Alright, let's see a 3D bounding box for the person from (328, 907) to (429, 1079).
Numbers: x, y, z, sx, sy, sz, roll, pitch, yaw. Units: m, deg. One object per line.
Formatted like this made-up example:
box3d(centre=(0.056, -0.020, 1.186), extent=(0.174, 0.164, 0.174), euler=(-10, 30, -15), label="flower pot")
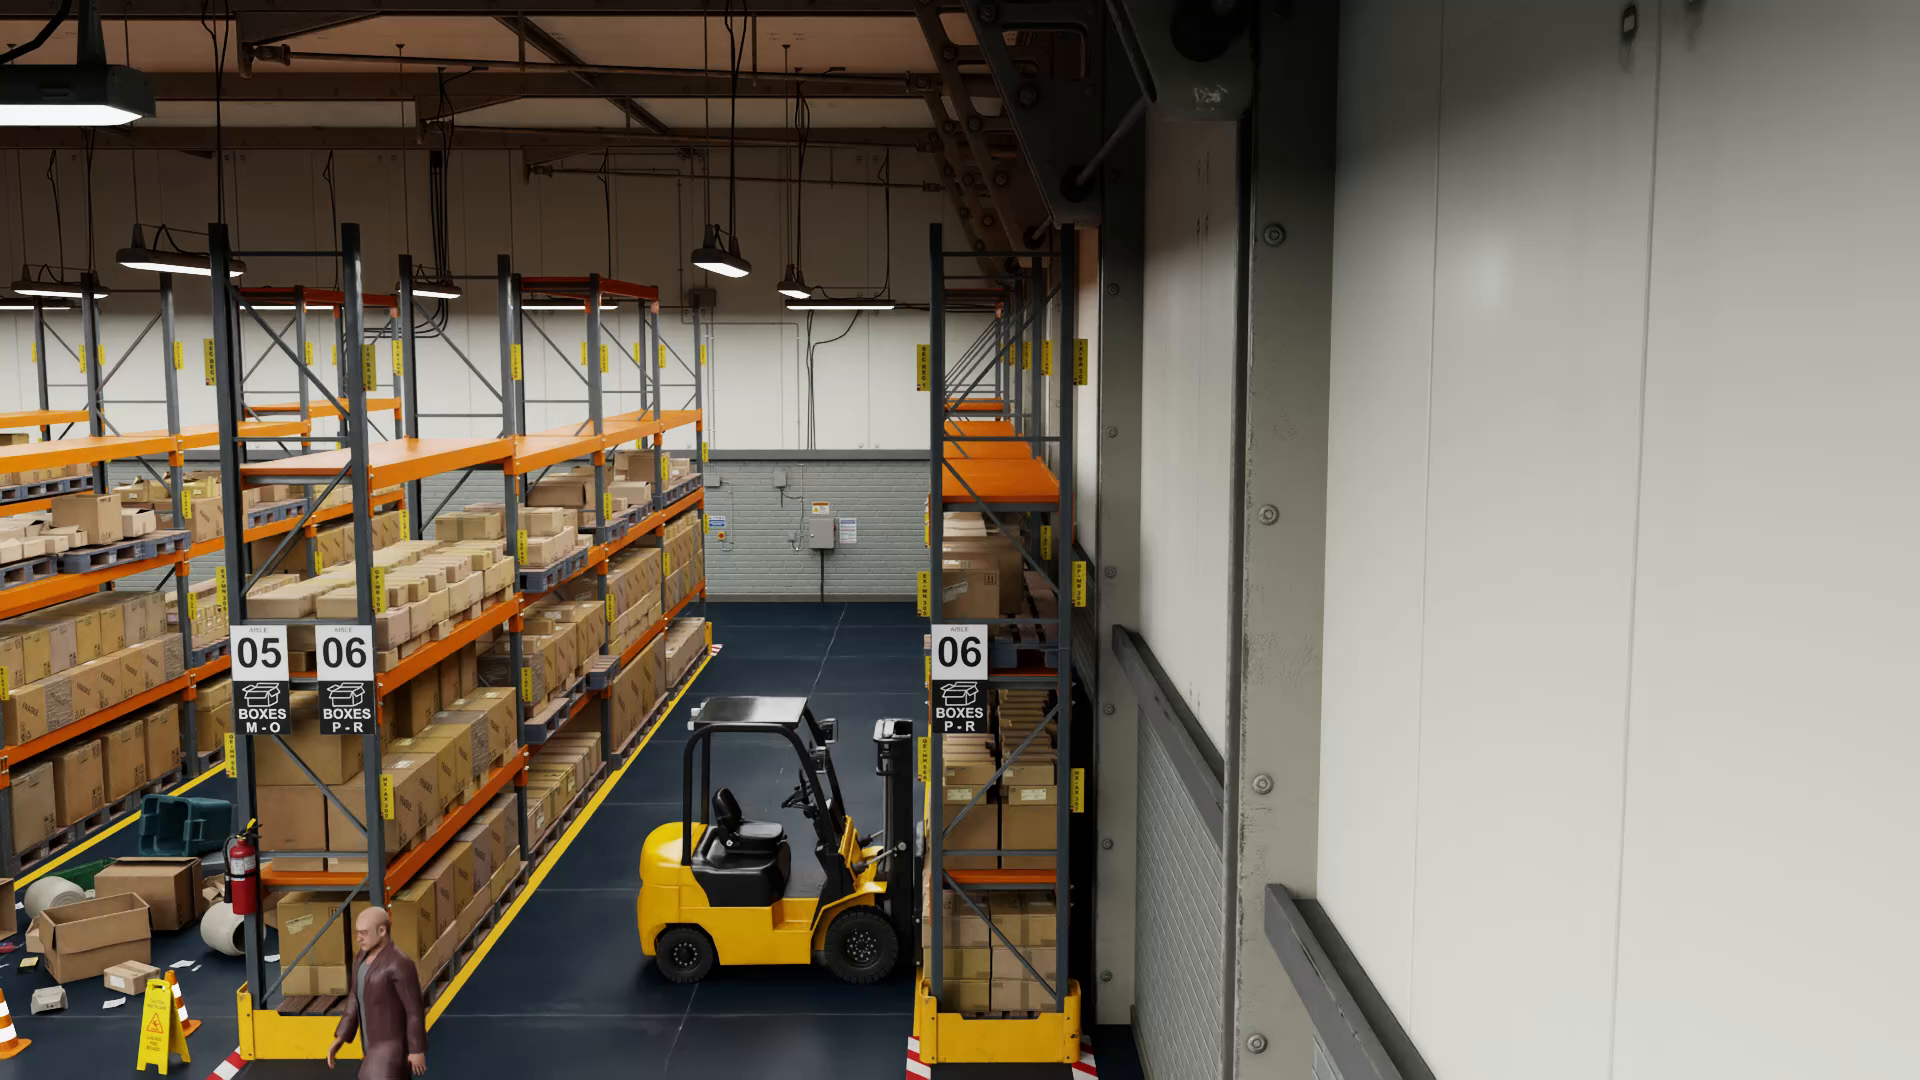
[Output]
box3d(centre=(-3.507, 3.065, 10.203), extent=(0.756, 1.667, 0.626), euler=(-5, 9, -39), label="person")
